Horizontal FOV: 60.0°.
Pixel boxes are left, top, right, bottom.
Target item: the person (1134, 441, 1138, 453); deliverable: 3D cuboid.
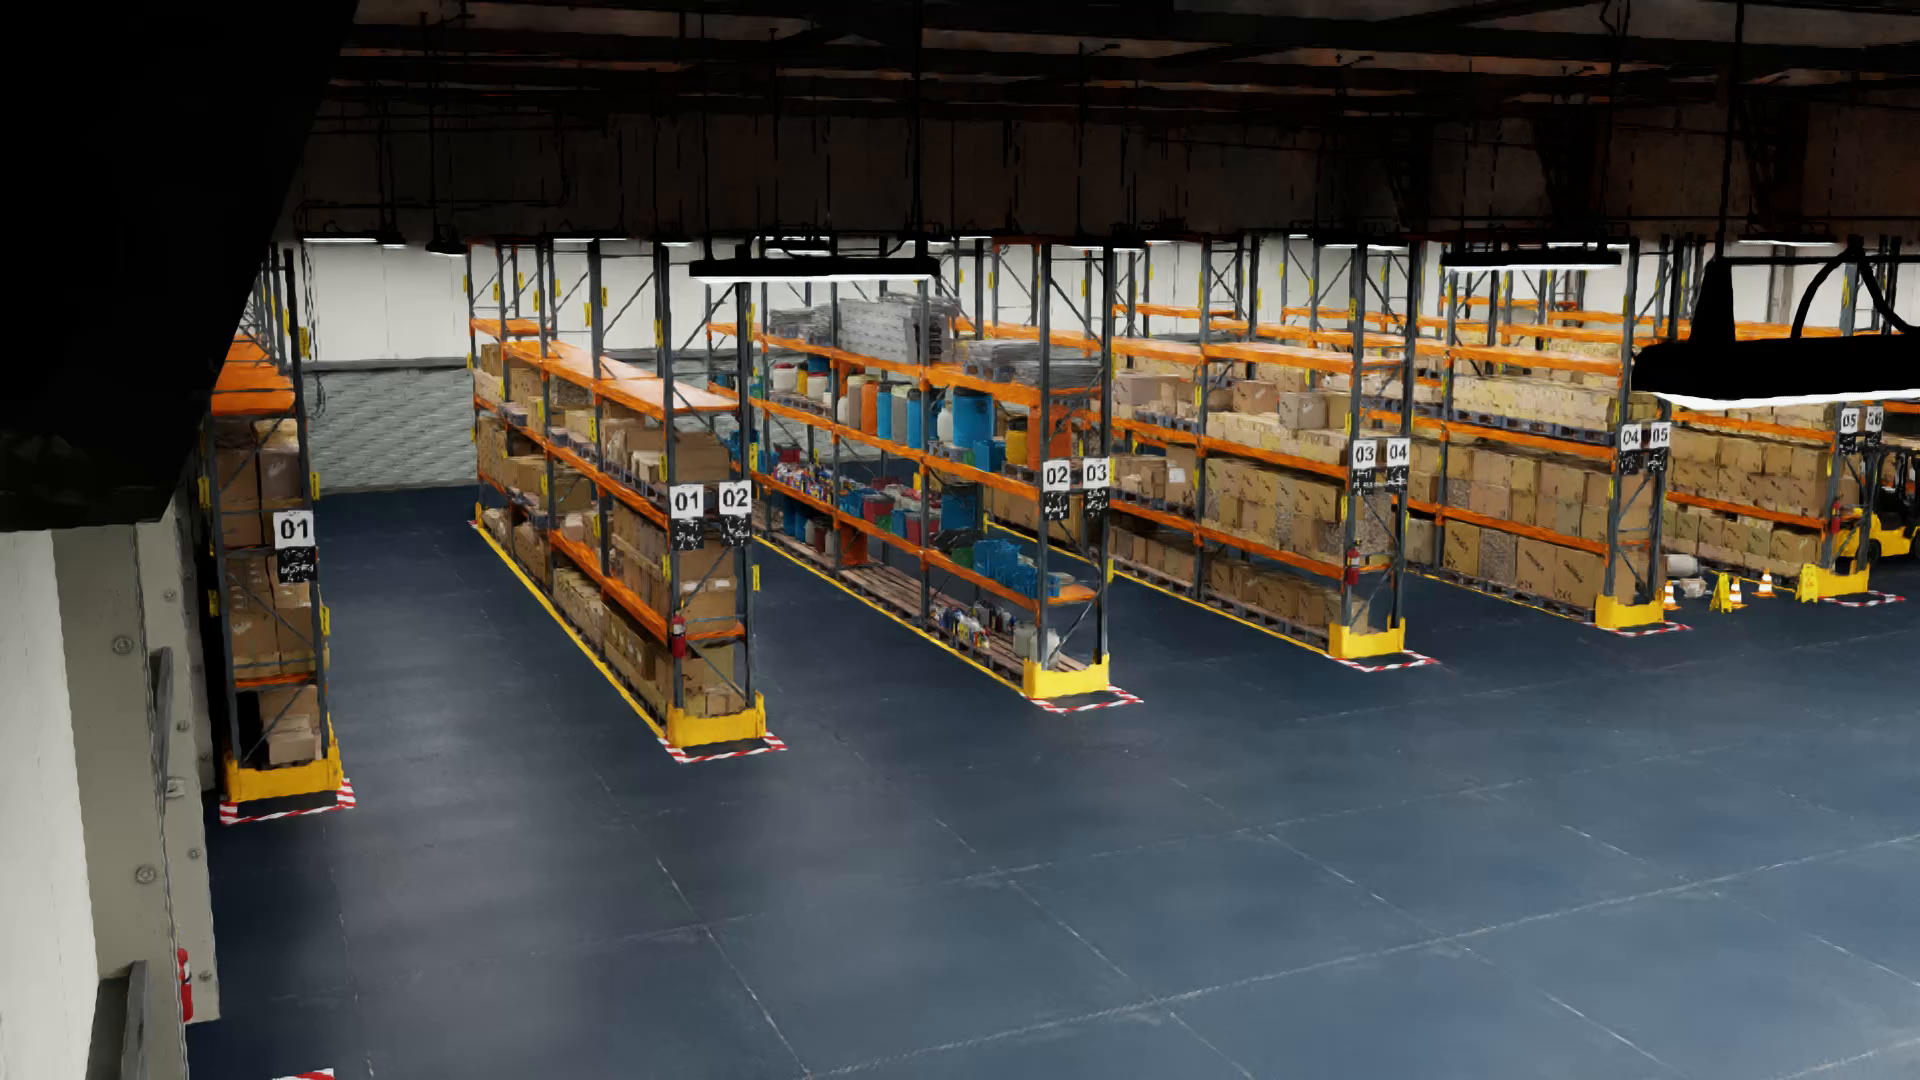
[{"bbox_3d":[3.576,-1.214,34.638,0.674,1.769,0.400,10,15,43],"label":"person"}]
